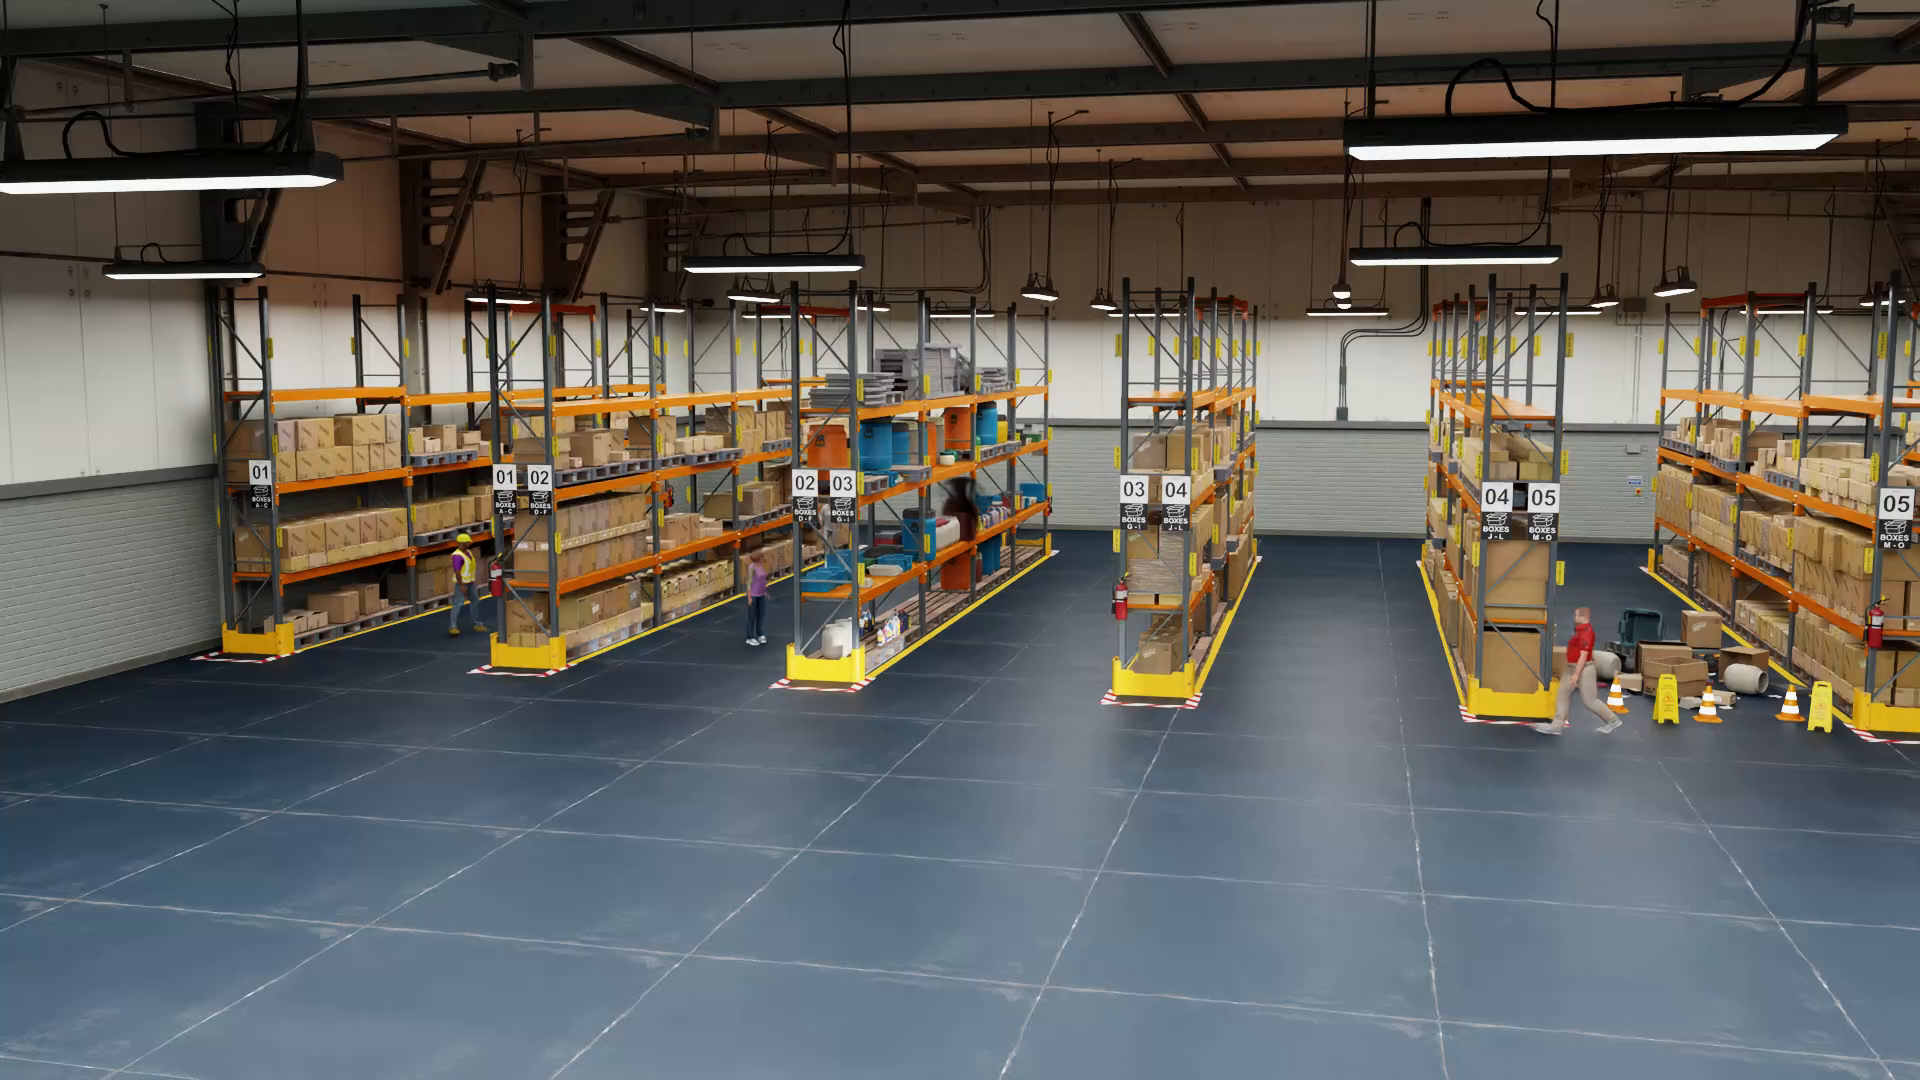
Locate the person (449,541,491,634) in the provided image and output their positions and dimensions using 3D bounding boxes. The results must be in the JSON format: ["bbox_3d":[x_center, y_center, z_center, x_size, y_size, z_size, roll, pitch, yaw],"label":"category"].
[{"bbox_3d":[-8.702,0.797,29.310,0.533,1.761,0.681,2,7,19],"label":"person"}]

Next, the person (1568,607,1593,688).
[{"bbox_3d":[8.034,1.378,21.387,0.520,1.034,0.470,-1,7,-7],"label":"person"}]

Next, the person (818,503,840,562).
[{"bbox_3d":[-2.833,-0.261,36.365,0.563,1.463,0.562,2,7,16],"label":"person"}]

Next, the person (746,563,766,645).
[{"bbox_3d":[-3.467,1.070,28.295,0.339,1.398,0.399,3,7,28],"label":"person"}]
